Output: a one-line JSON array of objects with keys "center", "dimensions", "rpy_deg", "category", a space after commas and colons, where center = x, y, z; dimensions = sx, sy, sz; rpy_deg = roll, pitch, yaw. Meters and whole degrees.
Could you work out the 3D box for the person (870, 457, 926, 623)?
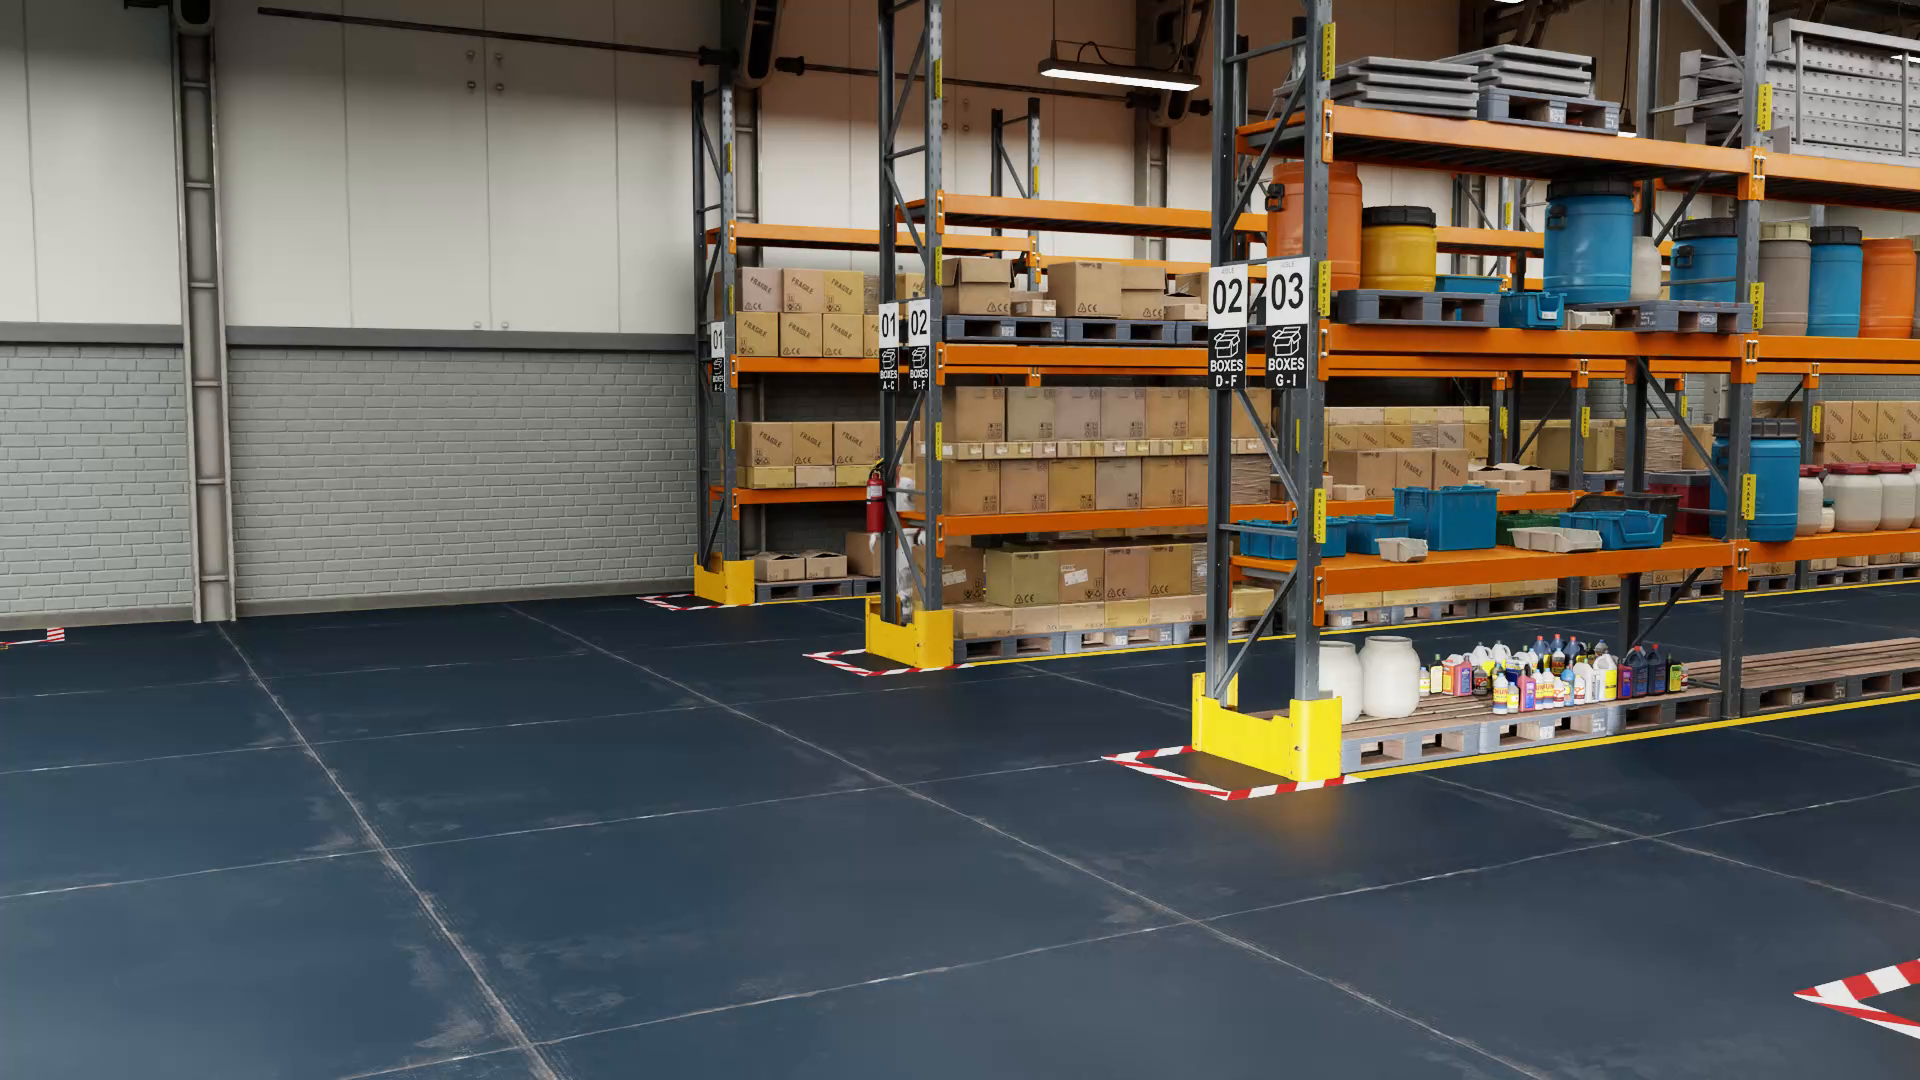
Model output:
[{"center": [-0.631, -0.022, 17.106], "dimensions": [0.614, 1.776, 0.480], "rpy_deg": [3, 6, 28], "category": "person"}]
